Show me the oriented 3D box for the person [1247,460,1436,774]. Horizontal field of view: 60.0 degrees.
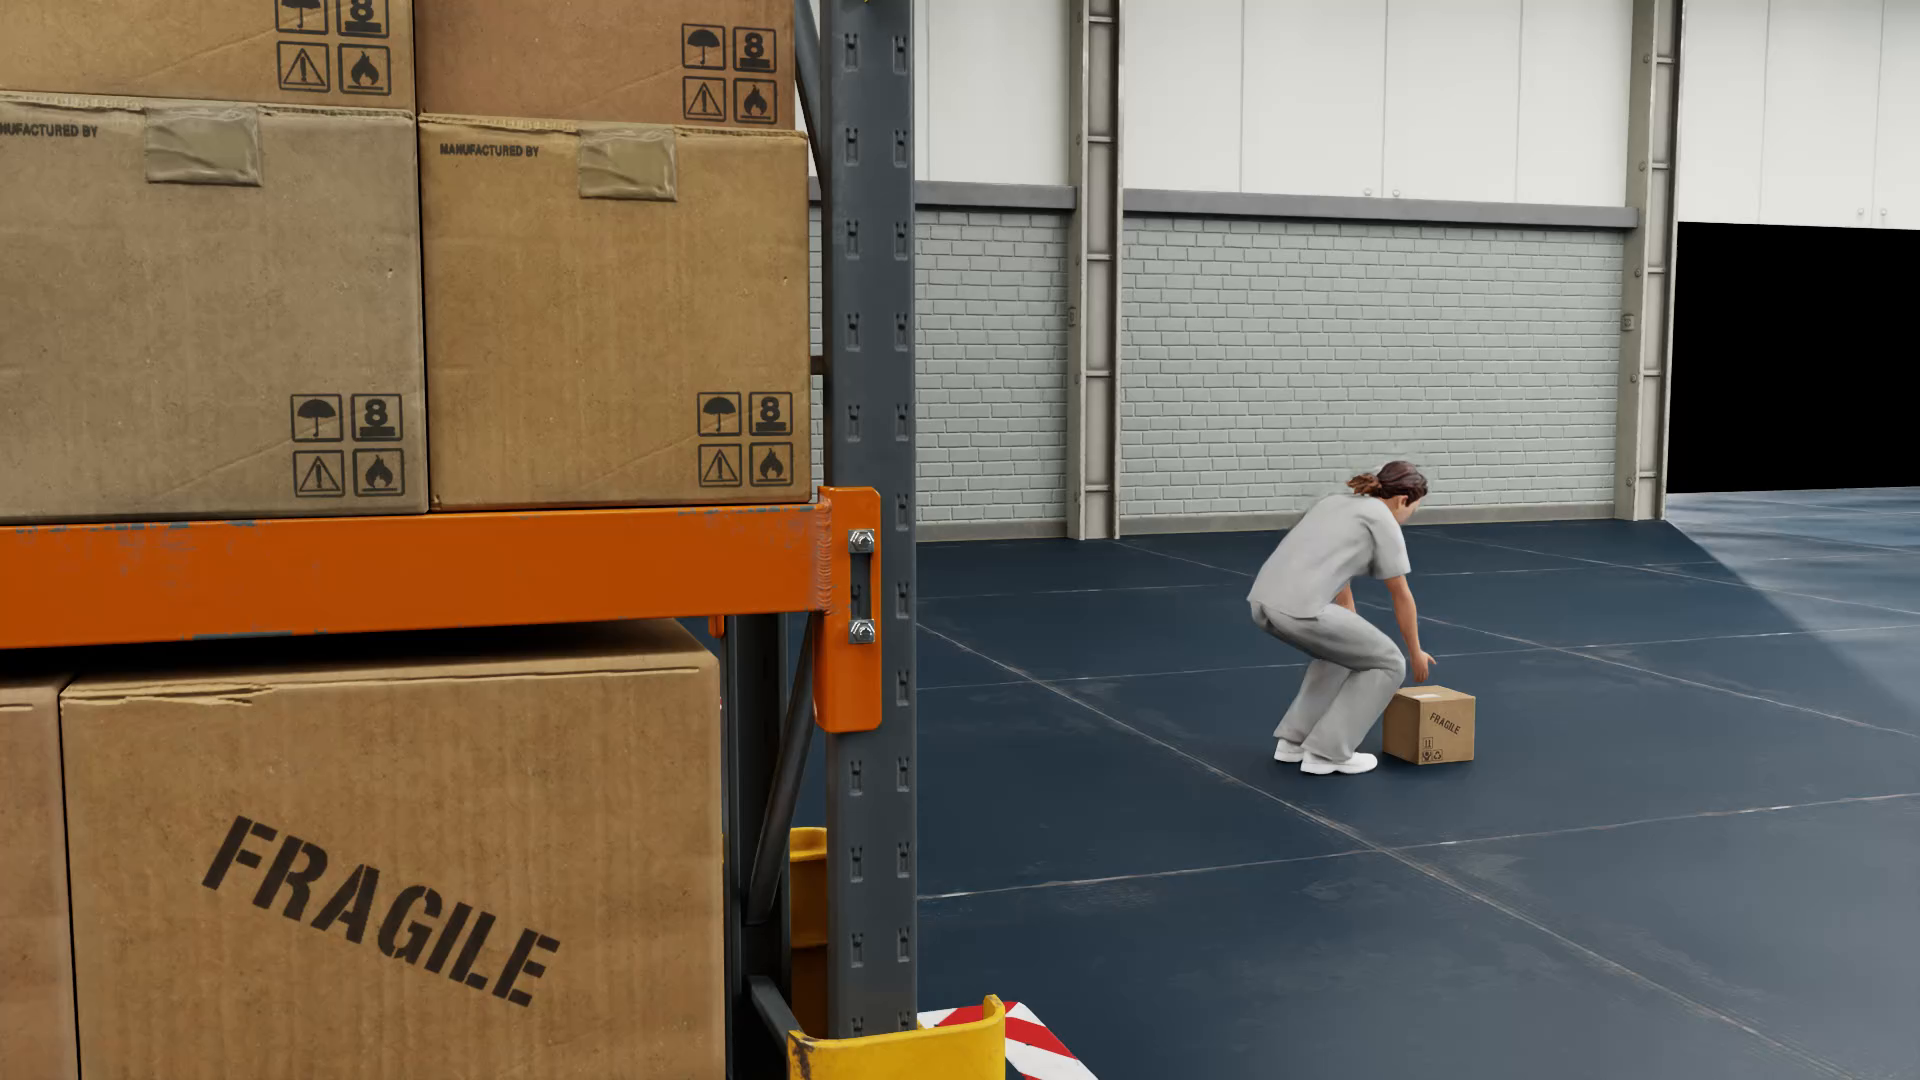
[{"bbox_3d":[1.449,0.280,6.347,0.740,1.159,0.494,-2,6,-19],"label":"person"}]
